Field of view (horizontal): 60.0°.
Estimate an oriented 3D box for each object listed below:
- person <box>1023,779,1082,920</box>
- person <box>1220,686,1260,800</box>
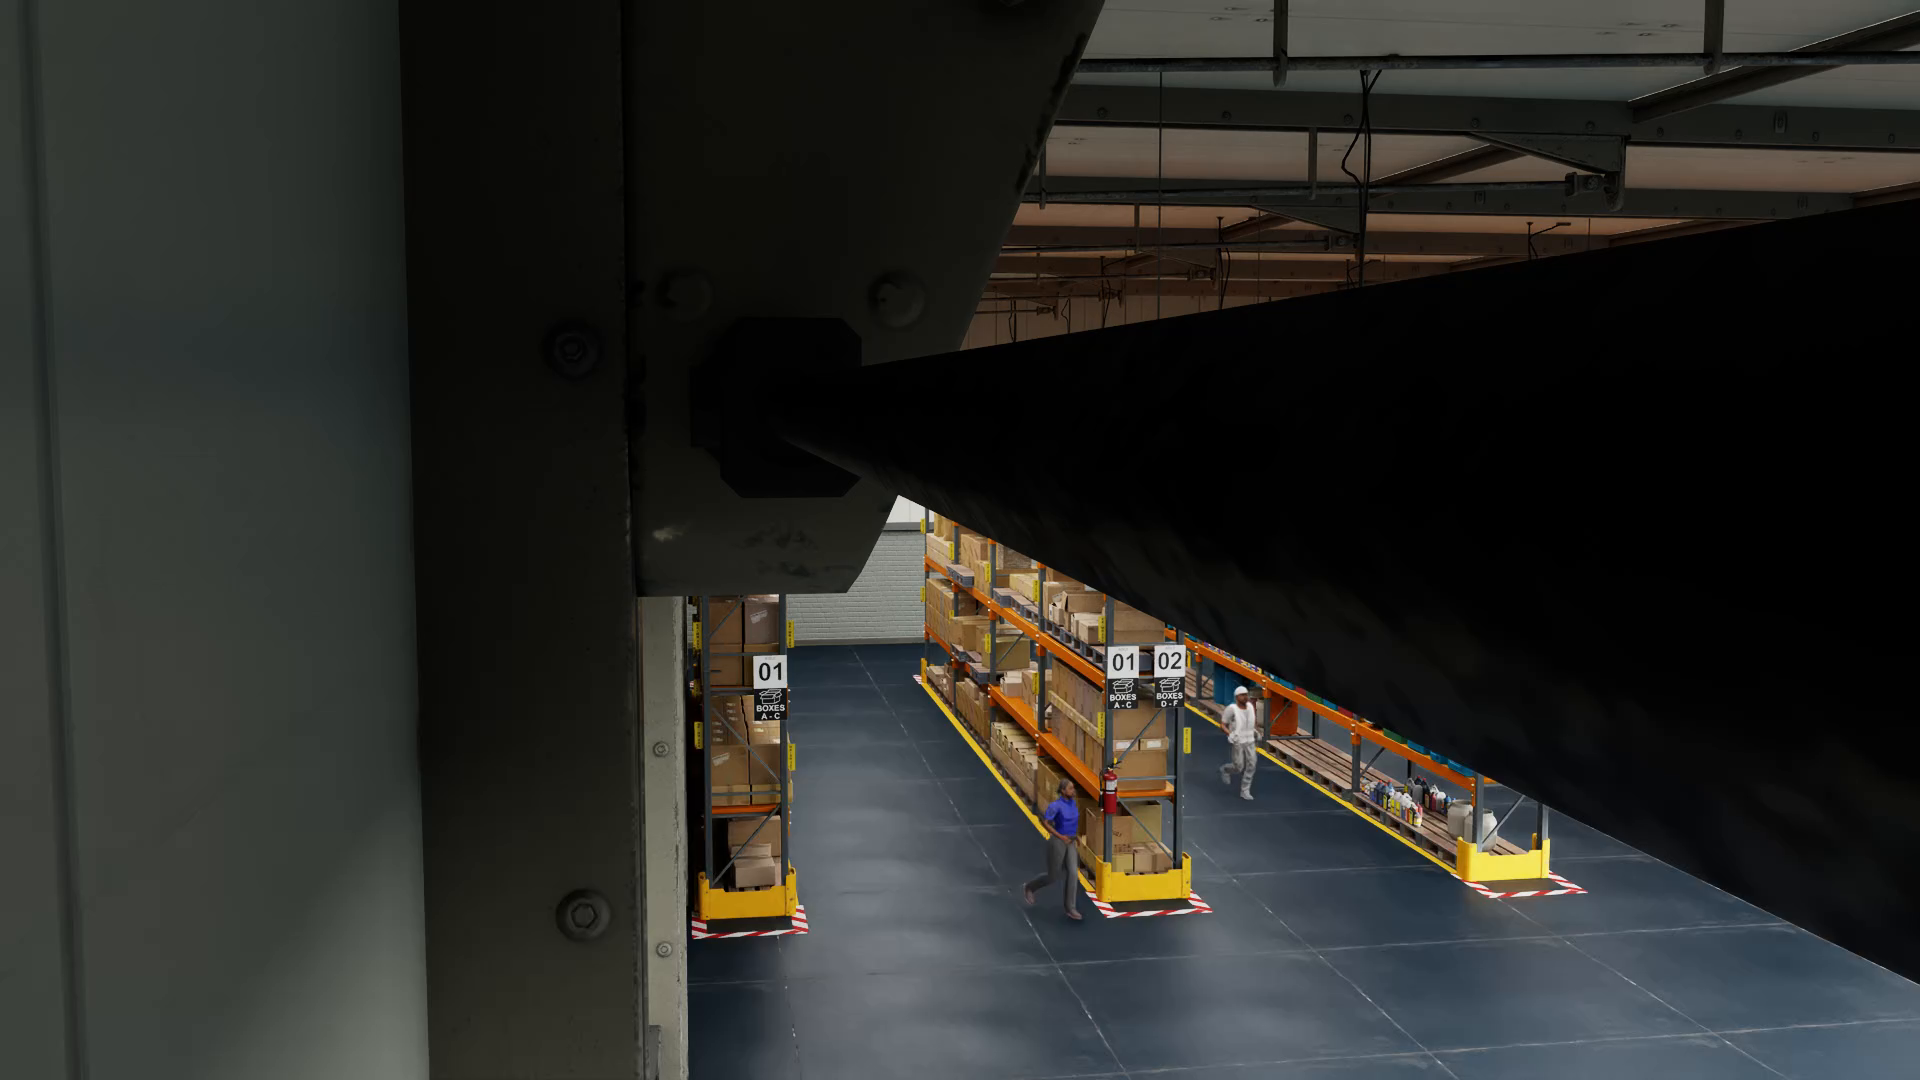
[{"bbox_3d":[1.267,3.730,20.320,0.650,1.616,0.892,-5,7,-44],"label":"person"},{"bbox_3d":[4.407,3.166,26.133,0.682,1.753,0.769,-2,5,-23],"label":"person"}]
